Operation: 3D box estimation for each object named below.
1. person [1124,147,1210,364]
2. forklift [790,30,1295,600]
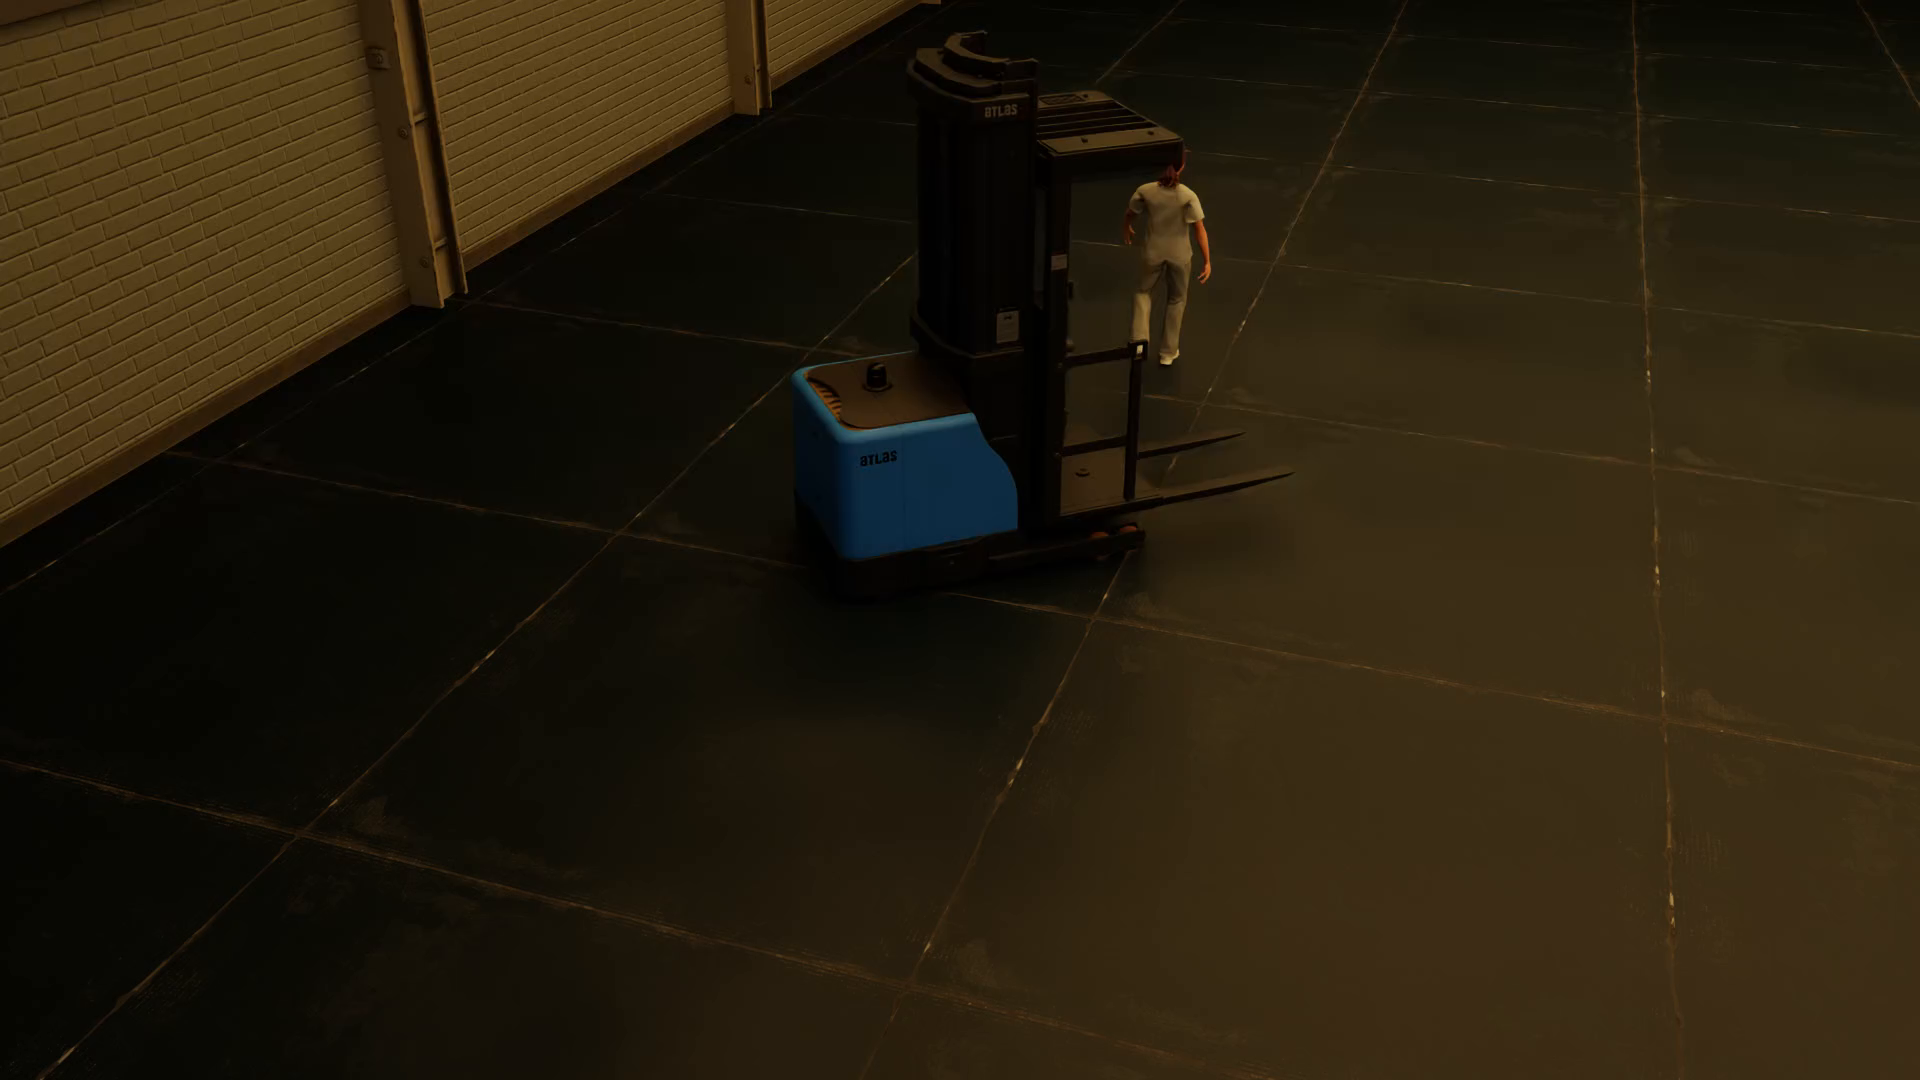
[{"bbox_3d":[1.478,-2.030,11.988,0.684,1.659,0.568,7,30,13],"label":"person"},{"bbox_3d":[0.567,-1.386,9.569,3.031,2.935,1.130,-11,32,-19],"label":"forklift"}]
